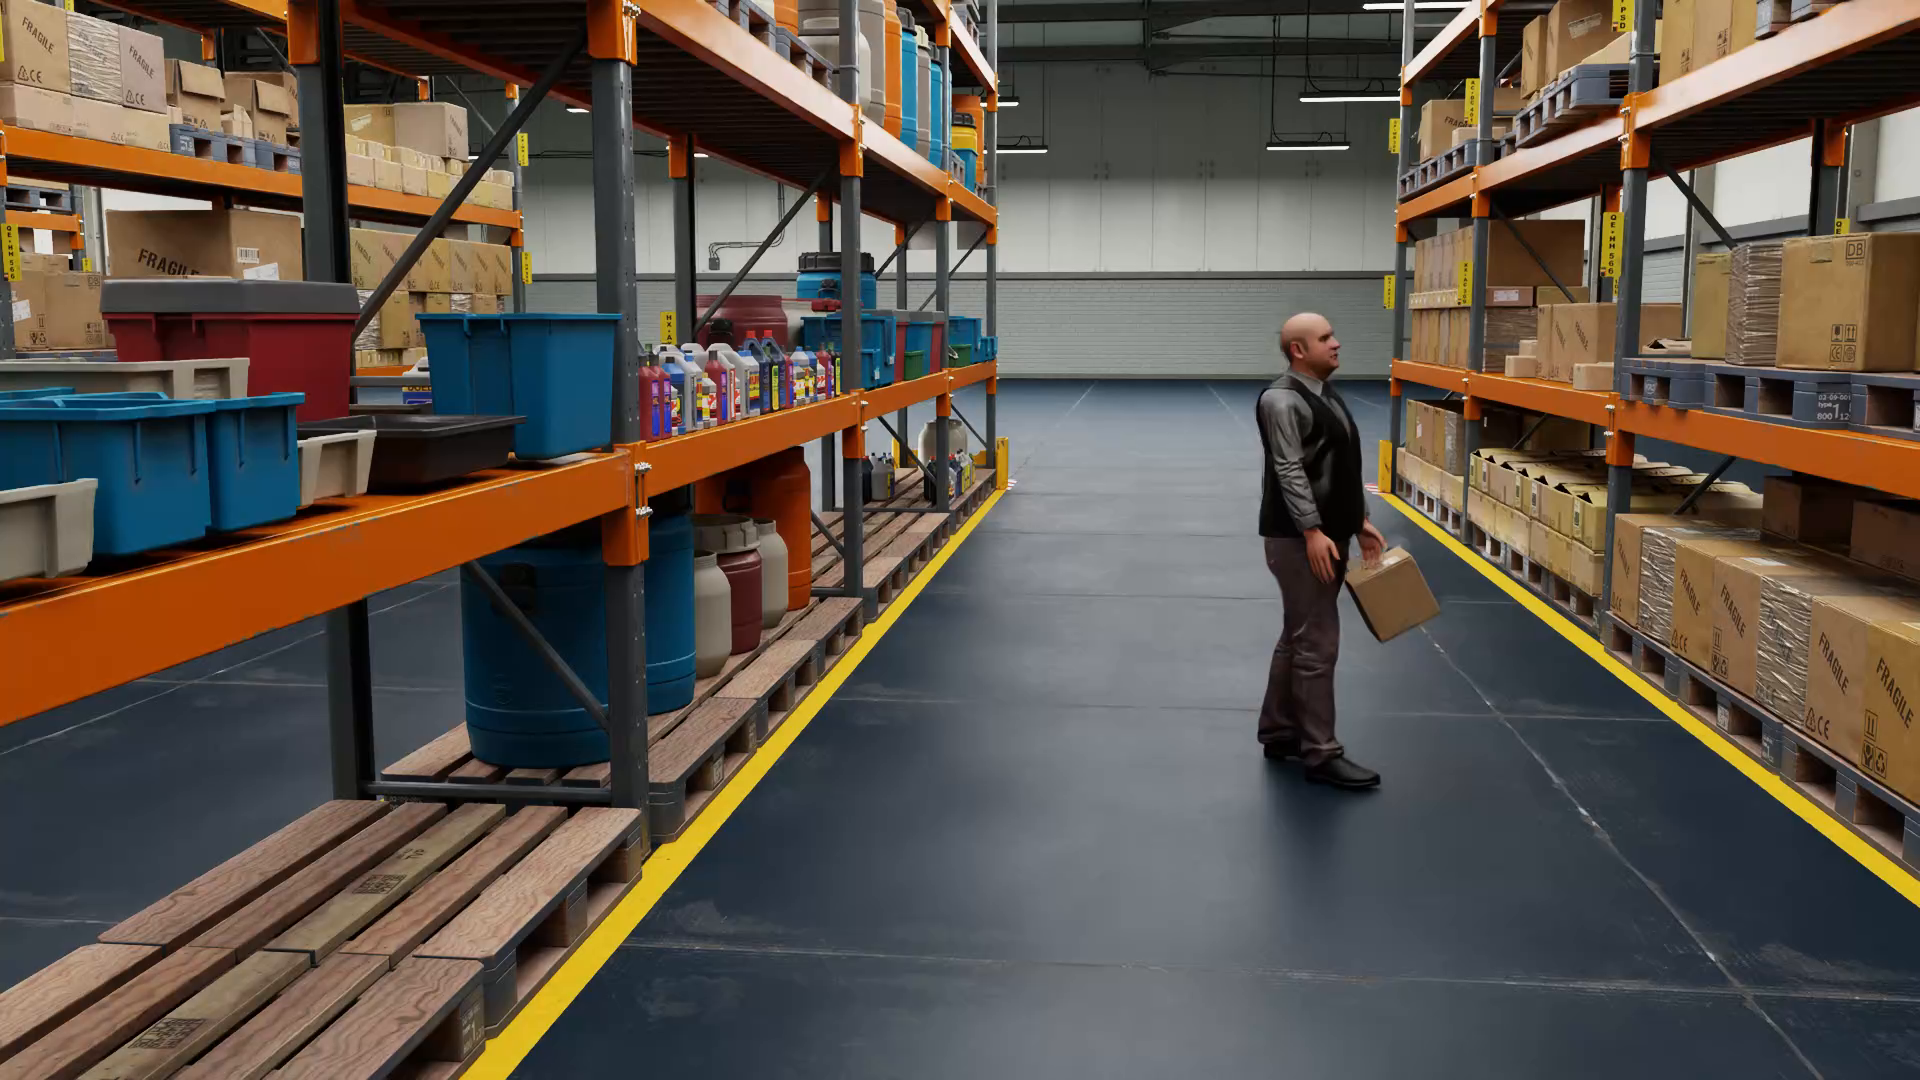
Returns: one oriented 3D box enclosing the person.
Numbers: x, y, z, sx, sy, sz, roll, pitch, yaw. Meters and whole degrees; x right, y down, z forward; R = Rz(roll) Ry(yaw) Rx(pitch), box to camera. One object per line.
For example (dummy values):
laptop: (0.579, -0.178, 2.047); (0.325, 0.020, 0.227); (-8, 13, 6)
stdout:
person: (1.380, 0.020, 6.211); (0.567, 1.724, 0.582); (5, 9, 32)
